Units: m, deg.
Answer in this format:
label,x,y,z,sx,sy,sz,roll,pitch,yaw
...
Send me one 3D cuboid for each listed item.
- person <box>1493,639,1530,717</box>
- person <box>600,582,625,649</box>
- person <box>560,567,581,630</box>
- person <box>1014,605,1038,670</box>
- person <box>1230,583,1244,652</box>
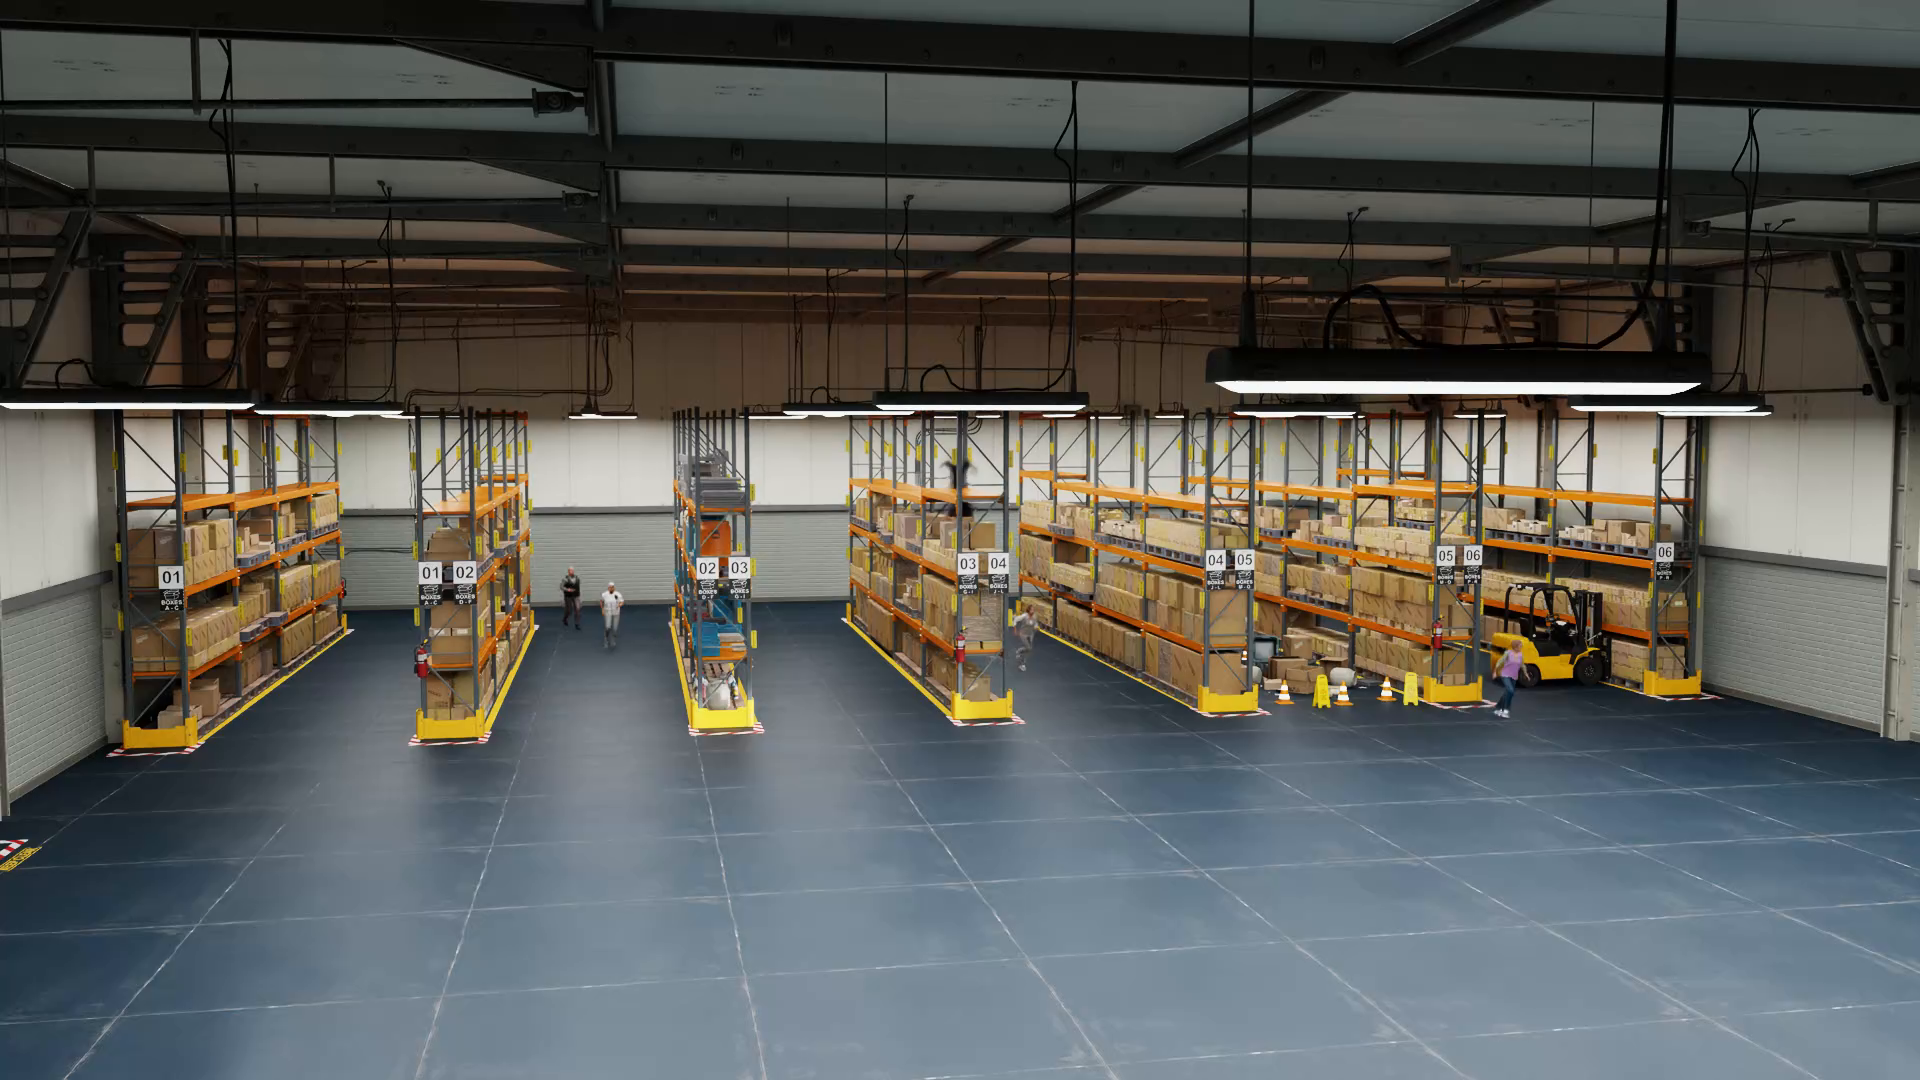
label,x,y,z,sx,sy,sz,roll,pitch,yaw
person,10.626,2.663,32.096,0.509,1.537,0.742,-2,4,-20
person,-8.797,1.915,42.080,0.606,1.702,0.718,-1,4,-15
person,-10.778,1.599,46.048,0.649,1.735,0.938,-3,5,-34
person,1.547,2.248,38.346,0.522,1.531,0.660,-3,5,-35
person,6.713,1.928,41.191,0.643,1.709,0.967,-2,4,-25
